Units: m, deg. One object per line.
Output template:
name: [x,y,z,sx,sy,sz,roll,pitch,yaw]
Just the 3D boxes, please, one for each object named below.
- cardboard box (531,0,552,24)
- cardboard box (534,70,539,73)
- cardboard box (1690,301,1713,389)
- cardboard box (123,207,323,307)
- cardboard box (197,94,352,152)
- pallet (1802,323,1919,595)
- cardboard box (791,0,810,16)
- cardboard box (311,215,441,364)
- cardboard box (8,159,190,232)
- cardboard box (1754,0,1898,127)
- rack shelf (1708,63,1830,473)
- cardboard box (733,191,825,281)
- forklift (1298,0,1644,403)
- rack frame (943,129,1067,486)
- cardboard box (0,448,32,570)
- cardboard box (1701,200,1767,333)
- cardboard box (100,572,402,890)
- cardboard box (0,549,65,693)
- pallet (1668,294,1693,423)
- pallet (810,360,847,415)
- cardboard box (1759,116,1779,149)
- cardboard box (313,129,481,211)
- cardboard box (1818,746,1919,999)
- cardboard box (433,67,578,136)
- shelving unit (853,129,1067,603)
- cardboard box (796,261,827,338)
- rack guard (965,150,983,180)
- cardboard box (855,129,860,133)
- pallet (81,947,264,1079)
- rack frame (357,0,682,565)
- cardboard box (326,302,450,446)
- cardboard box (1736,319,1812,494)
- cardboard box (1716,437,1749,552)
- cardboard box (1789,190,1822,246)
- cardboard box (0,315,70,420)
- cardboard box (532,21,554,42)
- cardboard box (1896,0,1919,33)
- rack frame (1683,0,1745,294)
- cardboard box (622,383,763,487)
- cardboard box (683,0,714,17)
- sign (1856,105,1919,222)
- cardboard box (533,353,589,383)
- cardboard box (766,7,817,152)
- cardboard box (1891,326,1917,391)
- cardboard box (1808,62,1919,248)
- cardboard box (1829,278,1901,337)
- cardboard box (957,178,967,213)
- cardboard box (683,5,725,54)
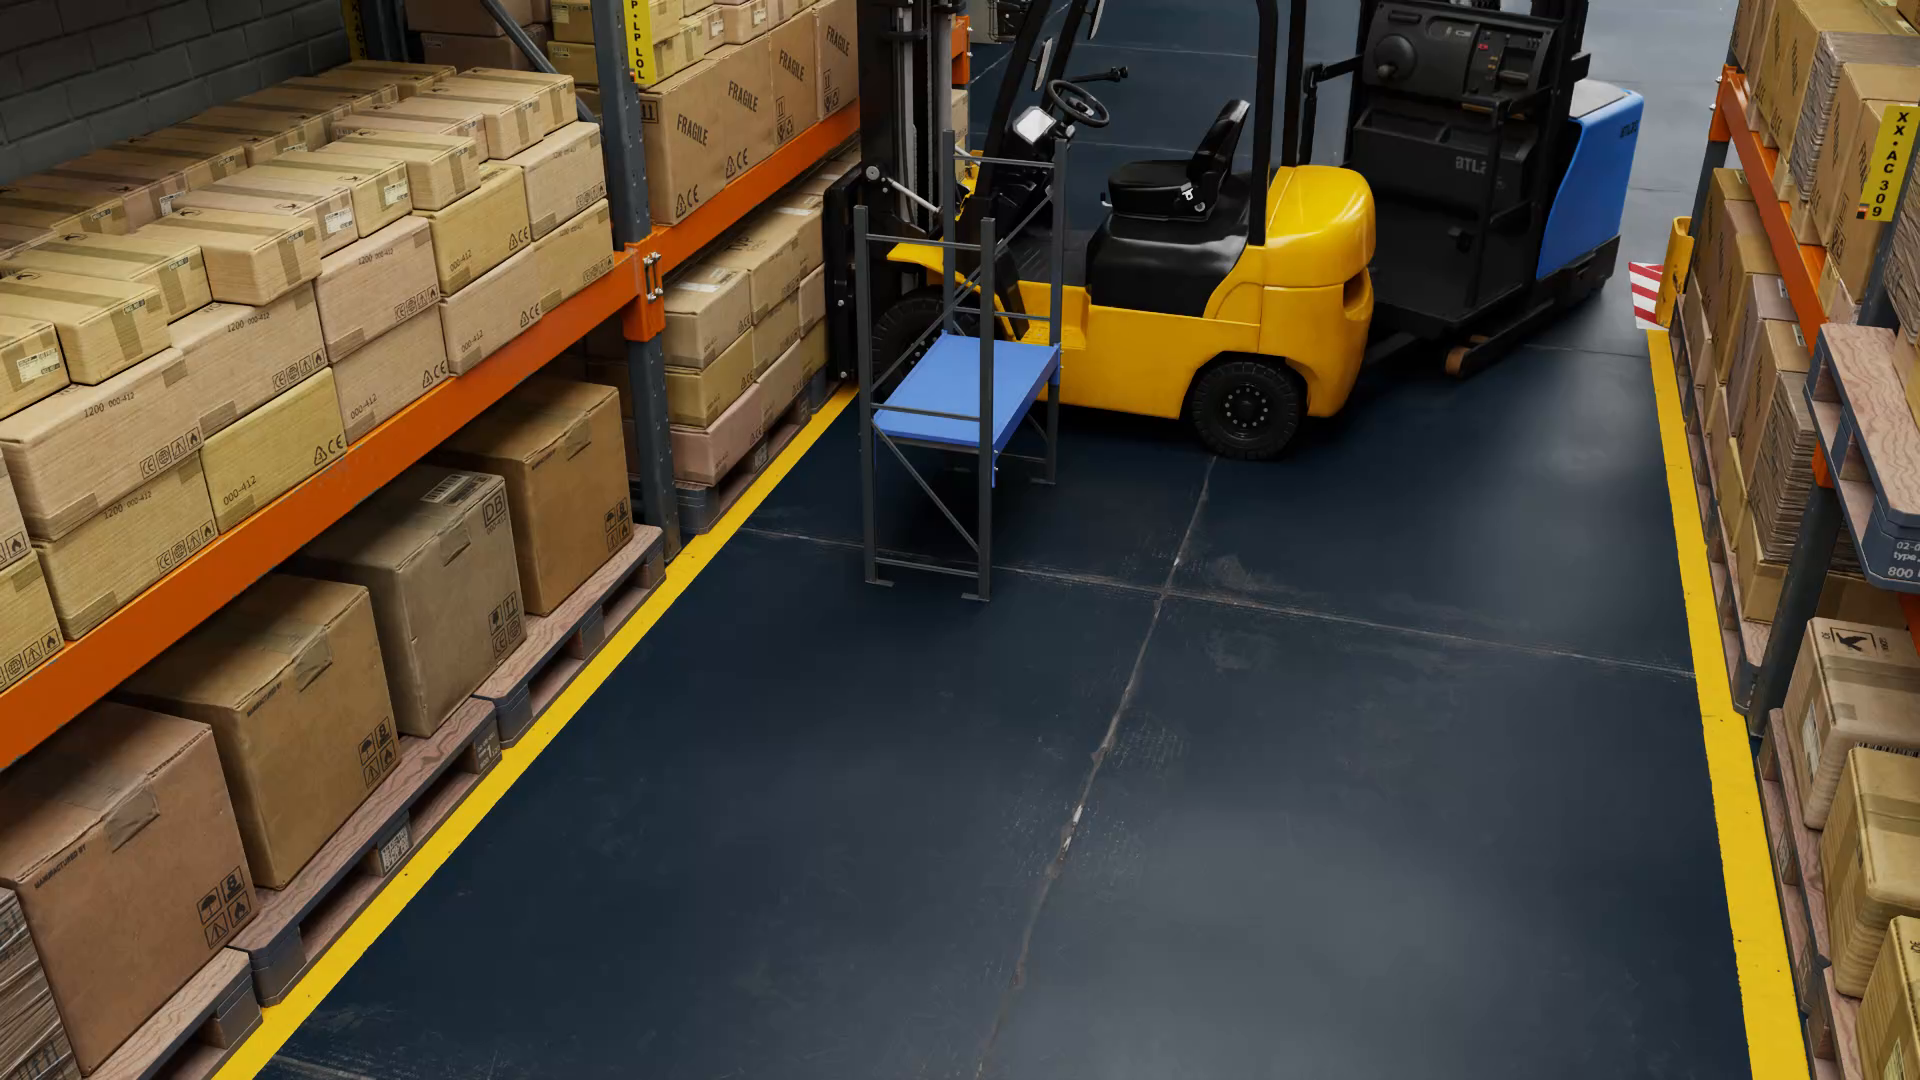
cardboard box: [-1.693,-2.071,6.310,0.380,0.149,0.250,8,30,14]
cardboard box: [-1.738,-1.602,6.442,0.500,0.500,0.500,8,30,15]
cardboard box: [3.651,-0.874,7.632,0.500,0.250,0.500,10,30,17]
cardboard box: [-1.850,-0.716,4.181,0.380,0.149,0.250,8,30,14]
cardboard box: [-2.122,-1.273,5.182,0.380,0.149,0.250,8,30,15]
pallet: [2.772,-0.186,4.197,1.003,0.211,1.213,8,30,15]
cardboard box: [-0.863,-2.340,7.100,0.380,0.149,0.250,8,30,13]
cardboard box: [-1.811,-0.723,4.604,0.500,0.250,0.500,9,30,16]
cardboard box: [-2.344,-0.921,4.549,0.380,0.149,0.250,8,30,14]
cardboard box: [3.608,-1.979,6.812,0.500,0.500,0.500,8,30,14]
rack shelf: [3.722,-1.220,6.597,1.077,0.370,4.000,8,30,15]
cardboard box: [-0.874,-1.379,7.512,0.500,0.250,0.500,10,30,17]
forklift: [2.275,-2.348,7.955,1.130,2.935,3.031,24,37,36]
rack frame: [0.174,-0.931,6.881,0.500,1.500,0.032,8,30,15]
cardboard box: [-2.273,-0.009,3.321,0.500,0.250,0.500,9,30,16]
cardboard box: [3.652,-1.183,7.416,0.500,0.500,0.500,7,30,13]
cardboard box: [-2.207,0.496,4.783,0.875,0.625,0.625,7,30,13]
cardboard box: [-2.269,0.209,3.443,0.500,0.250,0.500,8,30,14]
pallet: [4.015,-0.837,8.038,1.003,0.211,1.213,8,30,15]
pallet: [-0.981,-1.025,8.376,1.003,0.211,1.213,8,30,15]
cardboard box: [3.633,-1.758,7.083,0.380,0.149,0.250,9,30,16]
cardboard box: [-1.630,-1.078,4.832,0.380,0.149,0.250,8,30,13]
cardboard box: [2.776,0.939,4.248,0.950,0.372,0.625,10,31,18]
cardboard box: [-1.499,-1.448,5.497,0.380,0.149,0.250,10,30,17]
shelving unit: [0.025,-0.695,6.457,0.538,1.500,1.048,8,30,15]
cardboard box: [-0.870,-1.159,7.630,0.500,0.250,0.500,8,30,14]
rack guard: [-0.430,-2.089,9.991,1.175,0.500,0.348,8,30,15]
cardboard box: [-0.418,-2.092,8.794,0.500,0.250,0.500,9,30,16]
pallet: [-2.506,1.389,4.036,1.003,0.211,1.213,8,30,15]
rack frame: [-1.611,-1.311,6.022,1.000,3.000,0.127,8,30,15]
cardboard box: [-1.826,-0.513,4.742,0.500,0.250,0.500,9,30,15]
cardboard box: [3.200,-0.464,6.124,0.500,0.500,0.500,9,30,16]
cardboard box: [3.198,-0.149,6.328,0.500,0.250,0.500,8,30,14]
cardboard box: [3.233,-1.160,6.009,0.380,0.149,0.250,8,30,14]
cardboard box: [-2.172,-0.377,3.573,0.380,0.149,0.250,9,30,15]
cardboard box: [-1.722,-1.946,6.392,0.380,0.149,0.250,8,30,13]
cardboard box: [3.882,-2.108,6.016,0.700,0.500,0.500,8,30,15]
rack frame: [4.309,-2.464,8.093,1.000,3.000,0.127,8,30,15]
cardboard box: [-1.153,-0.471,6.907,0.500,0.250,0.500,9,30,15]
cardboard box: [-1.177,-2.128,6.414,0.380,0.149,0.250,8,30,14]
sign: [2.614,-1.057,4.674,0.100,0.325,0.005,8,30,15]
cardboard box: [-1.664,-0.767,6.926,0.500,0.250,0.500,8,30,14]
cardboard box: [-0.947,-2.004,7.164,0.500,0.500,0.500,8,30,14]
cardboard box: [2.671,-0.467,4.330,0.380,0.149,0.250,9,30,16]
cardboard box: [3.172,-1.261,5.522,0.500,0.500,0.500,10,30,17]
cardboard box: [2.938,-0.688,5.159,0.380,0.149,0.250,8,30,14]
cardboard box: [-0.273,-1.889,9.456,0.500,0.250,0.500,9,30,15]
cardboard box: [-1.142,-1.995,6.480,0.380,0.149,0.250,8,30,15]
